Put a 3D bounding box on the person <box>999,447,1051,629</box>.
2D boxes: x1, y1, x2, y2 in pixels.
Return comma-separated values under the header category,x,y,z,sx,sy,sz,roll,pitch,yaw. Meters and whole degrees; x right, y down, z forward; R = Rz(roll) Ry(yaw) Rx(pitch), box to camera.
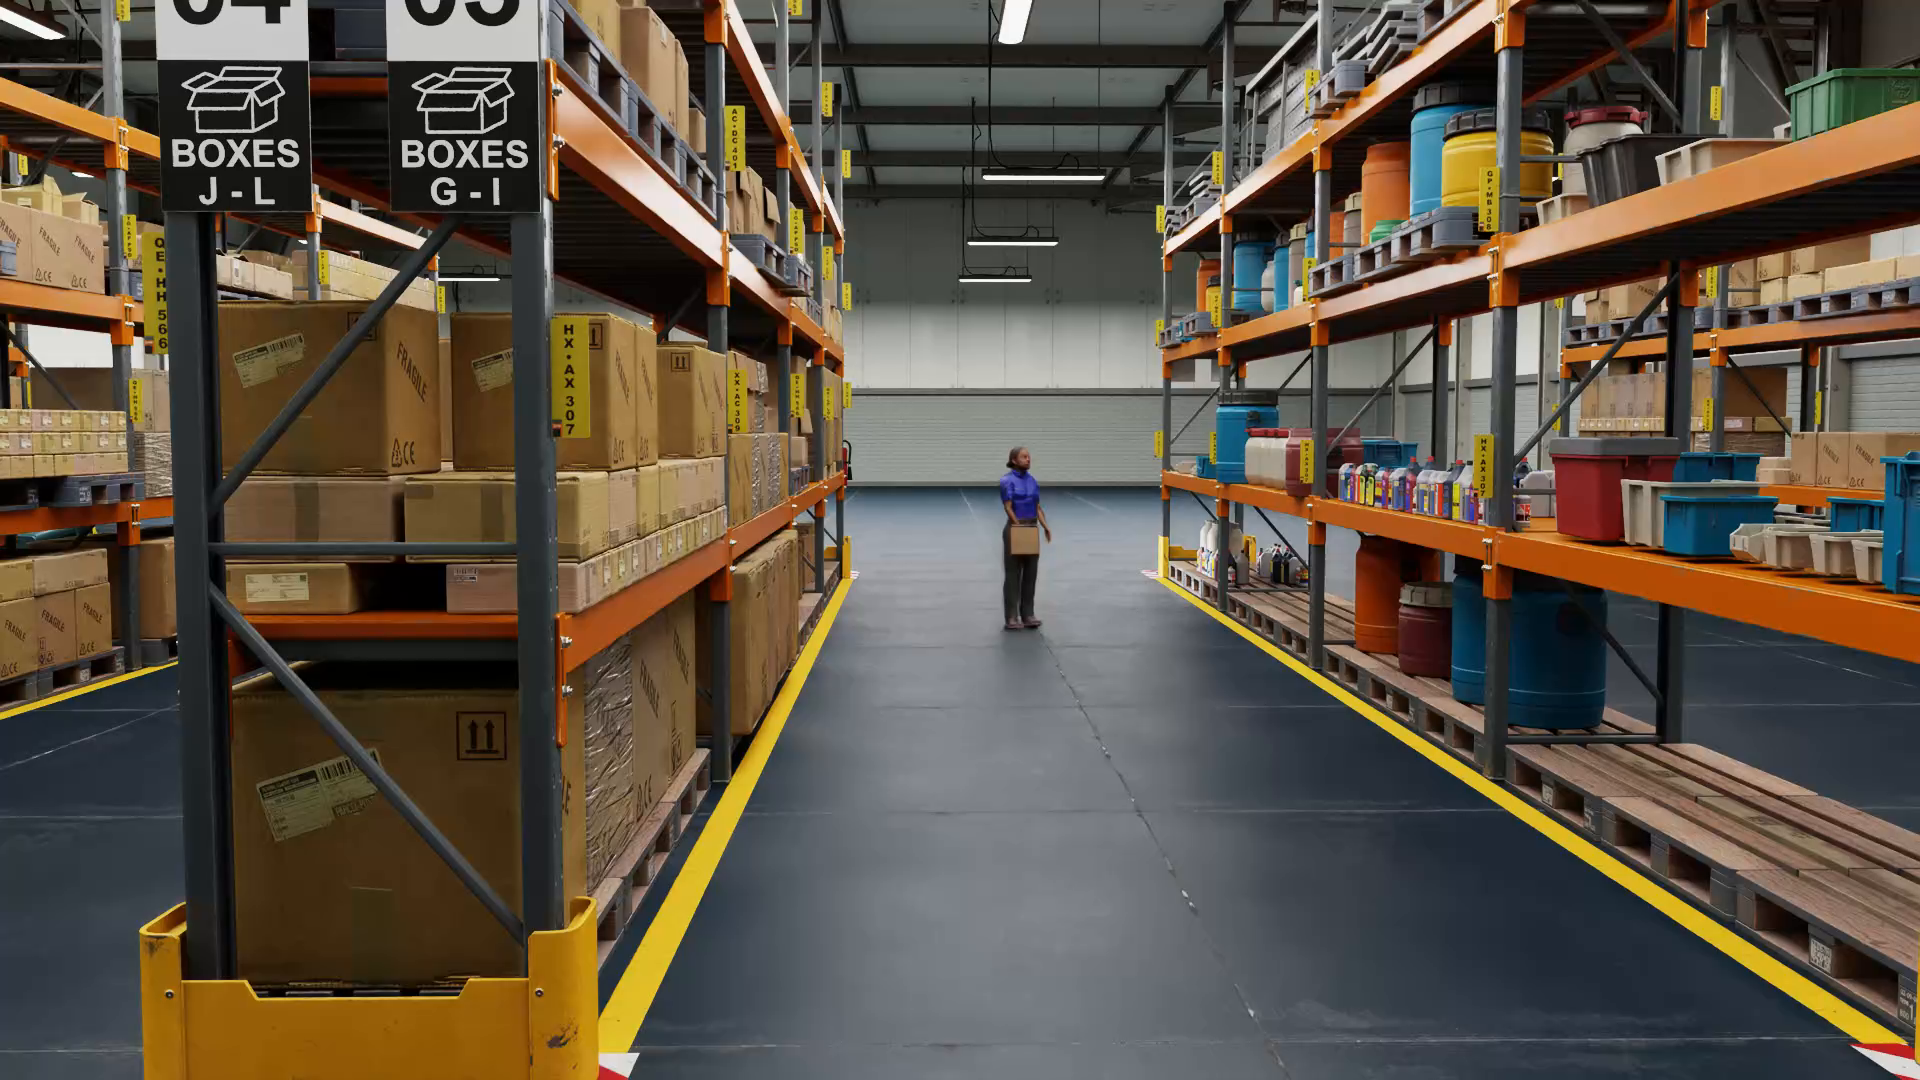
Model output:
category,x,y,z,sx,sy,sz,roll,pitch,yaw
person,0.581,-0.030,15.376,0.534,1.662,0.450,-4,5,-44
